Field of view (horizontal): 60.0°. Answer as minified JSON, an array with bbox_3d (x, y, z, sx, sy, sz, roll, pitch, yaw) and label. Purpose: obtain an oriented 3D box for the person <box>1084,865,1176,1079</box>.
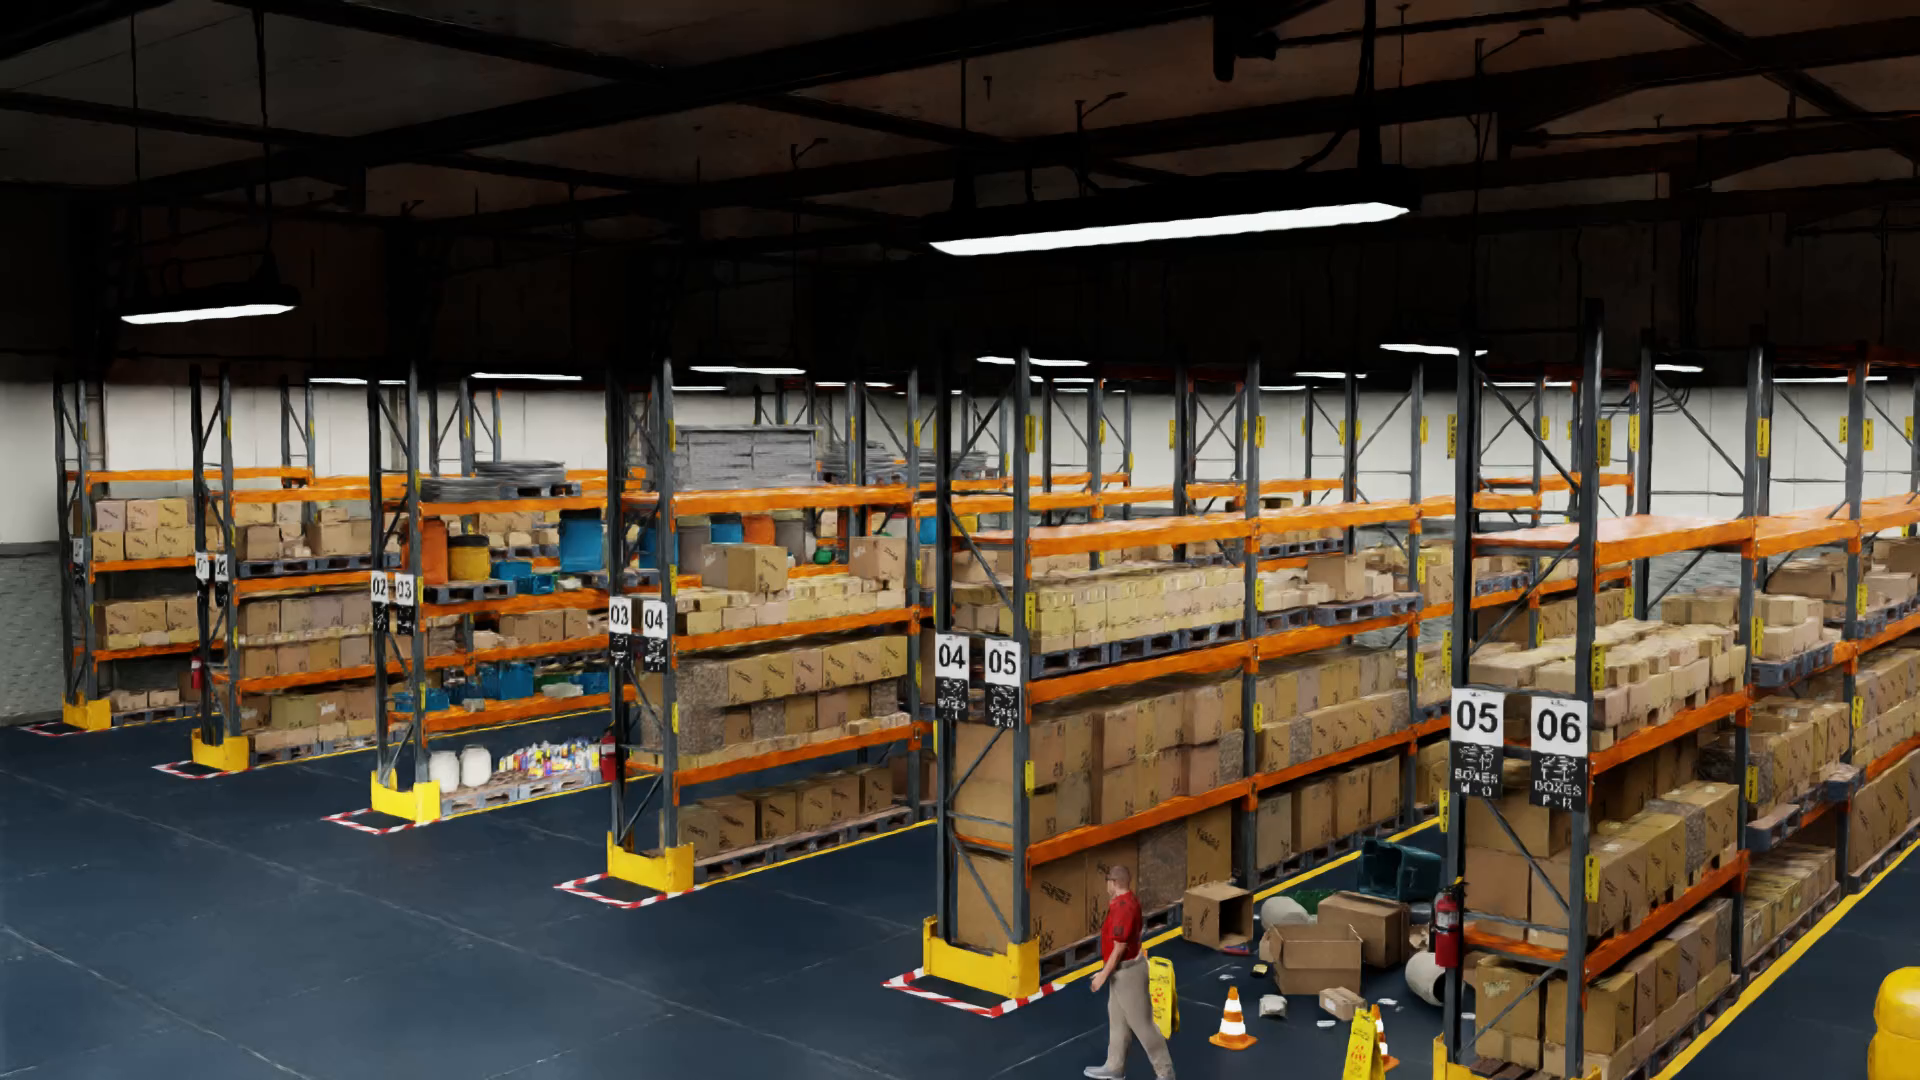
[{"bbox_3d":[1.320,3.378,12.885,0.722,1.713,0.569,1,4,8],"label":"person"}]
